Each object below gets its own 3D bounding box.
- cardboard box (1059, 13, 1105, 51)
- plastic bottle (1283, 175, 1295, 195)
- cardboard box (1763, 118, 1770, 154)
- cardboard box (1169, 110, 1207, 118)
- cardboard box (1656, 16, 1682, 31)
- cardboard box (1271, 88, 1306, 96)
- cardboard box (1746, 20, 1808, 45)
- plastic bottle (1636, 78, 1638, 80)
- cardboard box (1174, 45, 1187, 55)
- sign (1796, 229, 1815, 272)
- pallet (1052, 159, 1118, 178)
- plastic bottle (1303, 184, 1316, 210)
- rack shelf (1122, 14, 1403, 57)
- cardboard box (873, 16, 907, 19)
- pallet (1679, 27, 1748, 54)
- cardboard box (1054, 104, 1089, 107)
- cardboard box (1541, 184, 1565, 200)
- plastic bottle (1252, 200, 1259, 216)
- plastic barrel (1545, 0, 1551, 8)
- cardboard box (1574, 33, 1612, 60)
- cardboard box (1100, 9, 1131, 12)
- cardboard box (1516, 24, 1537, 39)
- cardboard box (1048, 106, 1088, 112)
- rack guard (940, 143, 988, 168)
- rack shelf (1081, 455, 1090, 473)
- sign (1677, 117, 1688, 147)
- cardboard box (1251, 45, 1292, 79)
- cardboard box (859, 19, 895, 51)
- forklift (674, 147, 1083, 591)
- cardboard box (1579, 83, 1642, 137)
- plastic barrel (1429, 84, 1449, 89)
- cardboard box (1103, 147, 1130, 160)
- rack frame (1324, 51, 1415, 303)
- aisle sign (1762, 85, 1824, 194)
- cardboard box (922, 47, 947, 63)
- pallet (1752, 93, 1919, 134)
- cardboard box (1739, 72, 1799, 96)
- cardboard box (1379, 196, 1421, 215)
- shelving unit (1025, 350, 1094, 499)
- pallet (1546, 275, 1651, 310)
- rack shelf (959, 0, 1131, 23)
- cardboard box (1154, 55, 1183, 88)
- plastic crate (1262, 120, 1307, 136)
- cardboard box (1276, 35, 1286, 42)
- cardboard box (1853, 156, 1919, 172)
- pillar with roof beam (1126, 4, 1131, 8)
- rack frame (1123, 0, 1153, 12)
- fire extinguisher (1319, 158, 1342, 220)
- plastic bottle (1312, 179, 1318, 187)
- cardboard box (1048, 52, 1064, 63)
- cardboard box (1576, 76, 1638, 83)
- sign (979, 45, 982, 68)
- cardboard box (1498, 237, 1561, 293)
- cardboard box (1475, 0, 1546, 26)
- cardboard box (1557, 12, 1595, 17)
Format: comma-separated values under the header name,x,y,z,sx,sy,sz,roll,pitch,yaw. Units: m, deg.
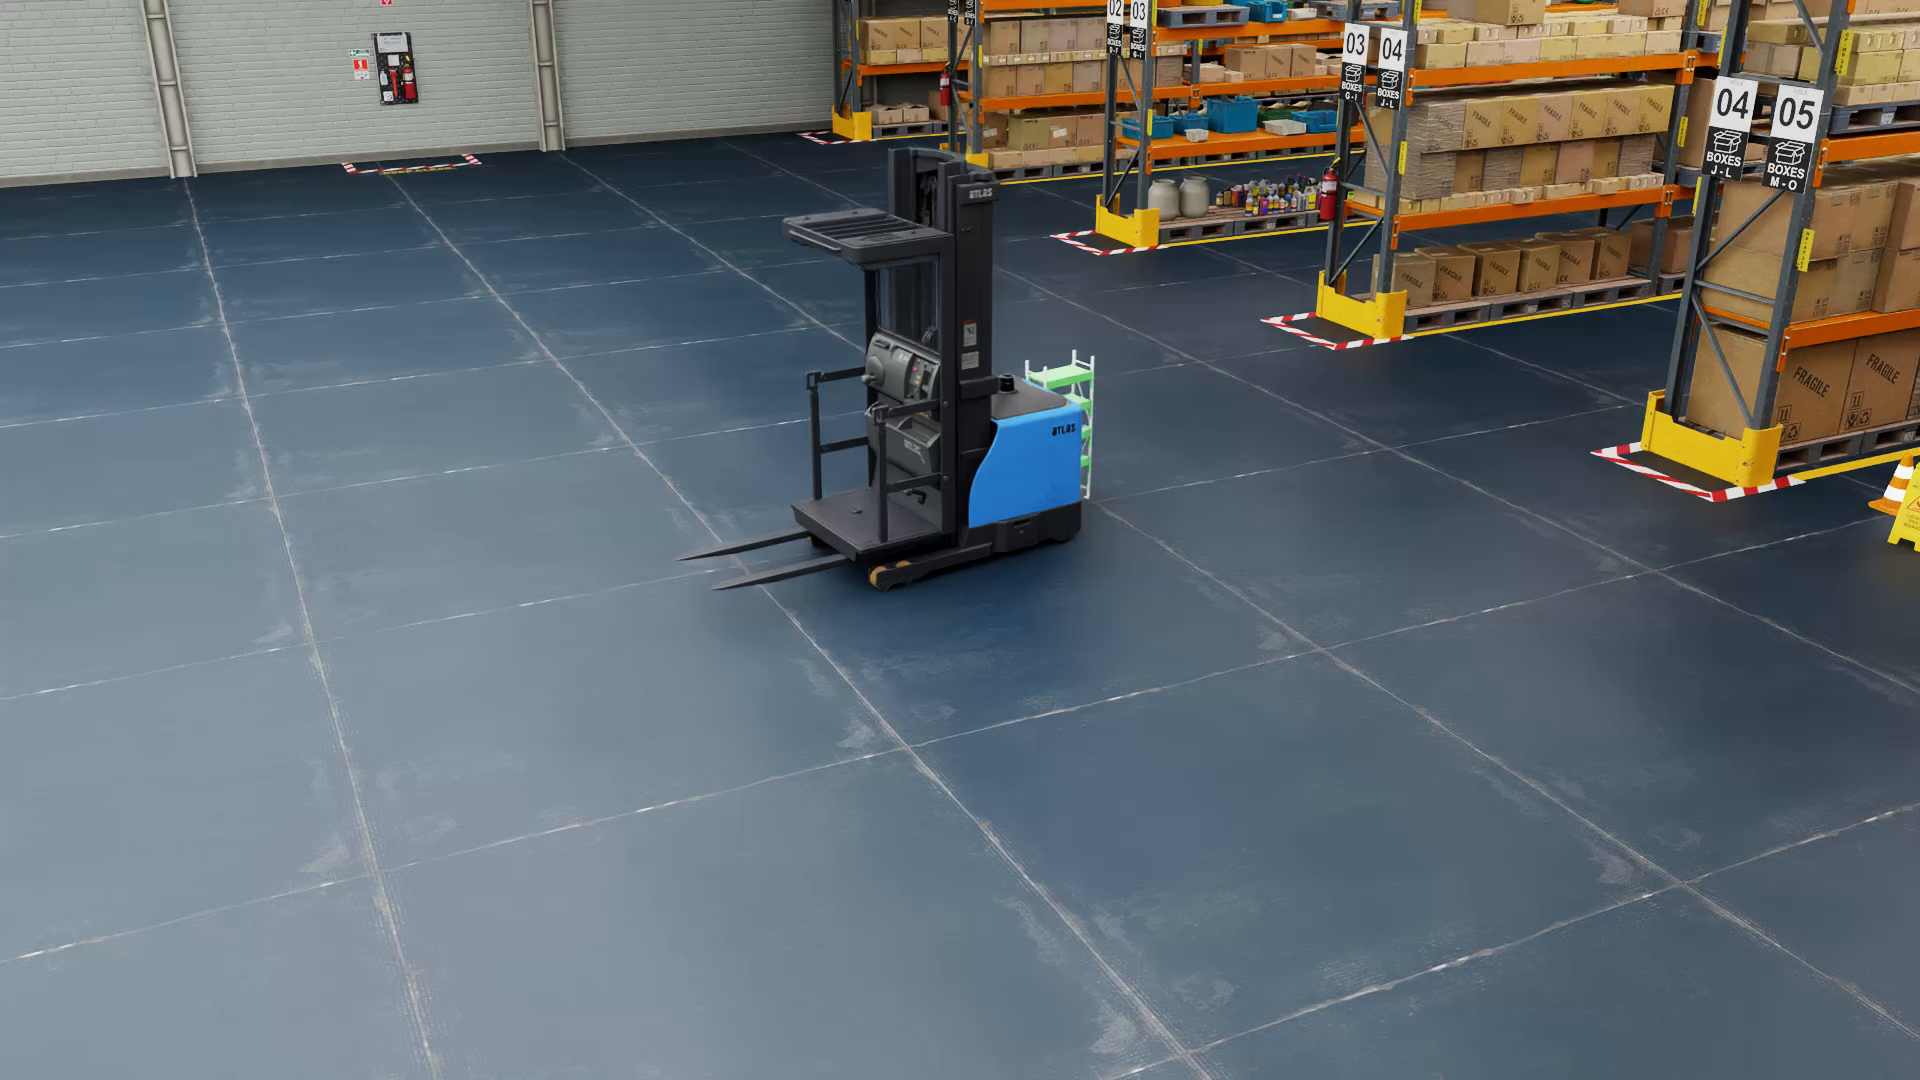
name,x,y,z,sx,sy,sz,roll,pitch,yaw
cardboard box,1.928,-8.166,26.729,0.500,0.500,0.700,-10,25,-24
plastic bottle,4.750,-5.096,24.026,0.185,0.351,0.144,-12,25,-26
cardboard box,9.497,-4.993,20.206,0.637,0.503,0.797,-8,24,-18
cardboard box,3.923,-7.195,28.522,0.500,0.311,0.500,-10,25,-24
cardboard box,7.808,-5.779,18.542,0.250,0.149,0.380,-10,24,-22
cardboard box,6.646,-9.637,34.371,0.750,0.750,0.750,-11,25,-24
cardboard box,6.587,-4.093,13.401,0.250,0.149,0.380,-10,25,-23
plastic bottle,10.641,-7.152,26.258,0.133,0.283,0.061,-10,25,-24
cardboard box,3.530,-8.073,27.352,0.250,0.149,0.380,-10,25,-24
sign,6.666,-2.286,13.116,0.005,0.325,0.100,-10,25,-24
pallet,1.847,-6.236,27.540,1.213,0.211,1.003,-10,25,-24
plastic bottle,4.908,-4.826,23.376,0.185,0.351,0.144,-11,25,-24
rack shelf,4.025,-6.860,22.420,4.000,0.370,1.077,-10,25,-24
cardboard box,-1.284,-9.407,30.744,0.500,0.500,0.500,-10,25,-23
pallet,8.578,-5.796,19.155,1.003,0.211,1.213,-10,25,-24
cardboard box,2.186,-8.729,32.608,0.500,0.500,0.700,-10,24,-22
cardboard box,6.551,-3.935,18.662,0.250,0.149,0.380,-10,25,-24
plastic bottle,4.085,-4.596,23.014,0.097,0.201,0.097,0,22,0
plastic barrel,8.387,-7.833,24.009,0.301,0.262,0.301,0,22,0
cardboard box,6.746,-5.413,18.180,0.500,0.250,0.500,-11,25,-24
cardboard box,3.090,-10.085,32.486,0.500,0.500,0.700,-7,23,-16
cardboard box,5.906,-5.439,17.721,0.250,0.149,0.380,-12,25,-26
cardboard box,1.778,-6.898,27.557,0.500,0.500,0.500,-10,25,-24
rack guard,0.056,-6.024,26.649,0.348,0.500,1.175,-10,25,-24
rack shelf,0.787,-0.591,13.403,0.480,0.148,0.258,-16,28,-34
sign,8.217,-4.646,18.920,0.005,0.325,0.100,-10,25,-24
cardboard box,5.307,-8.185,28.470,0.500,0.500,0.500,-10,25,-24
cardboard box,-1.513,-9.151,30.125,0.500,0.500,0.500,-10,25,-24
forklift,-0.587,-1.226,11.880,3.031,2.935,1.130,-14,26,-30
cardboard box,7.239,-4.824,18.656,0.500,0.500,0.500,-10,25,-24
plastic barrel,6.784,-6.284,23.832,0.433,0.535,0.433,0,22,0
cardboard box,2.460,-6.450,27.456,0.500,0.250,0.500,-10,25,-24
rack frame,4.371,-3.768,17.931,0.127,3.000,1.000,-10,25,-24
aisle sign,6.497,-3.128,12.986,0.004,0.787,0.394,-10,25,-24
cardboard box,-0.573,-8.974,30.678,0.500,0.250,0.500,-11,25,-24
pallet,7.095,-3.514,13.510,1.213,0.211,1.003,-10,25,-24
cardboard box,6.584,-3.724,13.551,0.250,0.149,0.380,-10,25,-24
cardboard box,4.731,-3.617,17.895,0.250,0.149,0.380,-10,25,-24
shelving unit,0.787,-0.871,13.286,0.503,1.200,0.258,-16,28,-34
pallet,7.385,-3.020,19.769,1.213,0.211,1.003,-10,25,-24
rack shelf,1.880,-8.568,26.545,4.000,0.370,1.077,-10,25,-24
cardboard box,3.285,-7.817,27.581,0.500,0.500,0.700,-11,25,-25
plastic crate,4.474,-5.660,22.846,0.437,0.136,0.530,-10,25,-24
cardboard box,6.442,-10.268,33.936,0.250,0.149,0.380,-10,24,-22
cardboard box,8.222,-2.960,14.372,0.500,0.550,0.875,-10,25,-24
pillar with roof beam,5.455,-11.587,28.976,0.400,9.000,9.100,-10,25,-24
rack frame,2.223,-8.247,20.907,0.127,3.000,1.000,-10,25,-24
fire extinguisher,4.068,-3.872,18.284,0.183,0.674,0.296,-10,25,-24
plastic bottle,5.117,-5.085,24.089,0.133,0.283,0.061,-10,25,-24
cardboard box,1.454,-7.691,26.430,0.250,0.149,0.380,-11,25,-25
cardboard box,7.459,-5.090,19.298,0.500,0.500,0.500,-10,25,-24
sign,0.313,-7.427,25.535,0.005,0.325,0.100,-10,25,-24
cardboard box,6.559,-3.190,19.255,0.500,0.500,0.500,-13,26,-28
cardboard box,5.826,-5.722,17.556,0.500,0.500,0.500,-11,25,-24
cardboard box,6.882,-5.824,18.650,0.250,0.149,0.380,-10,24,-22
